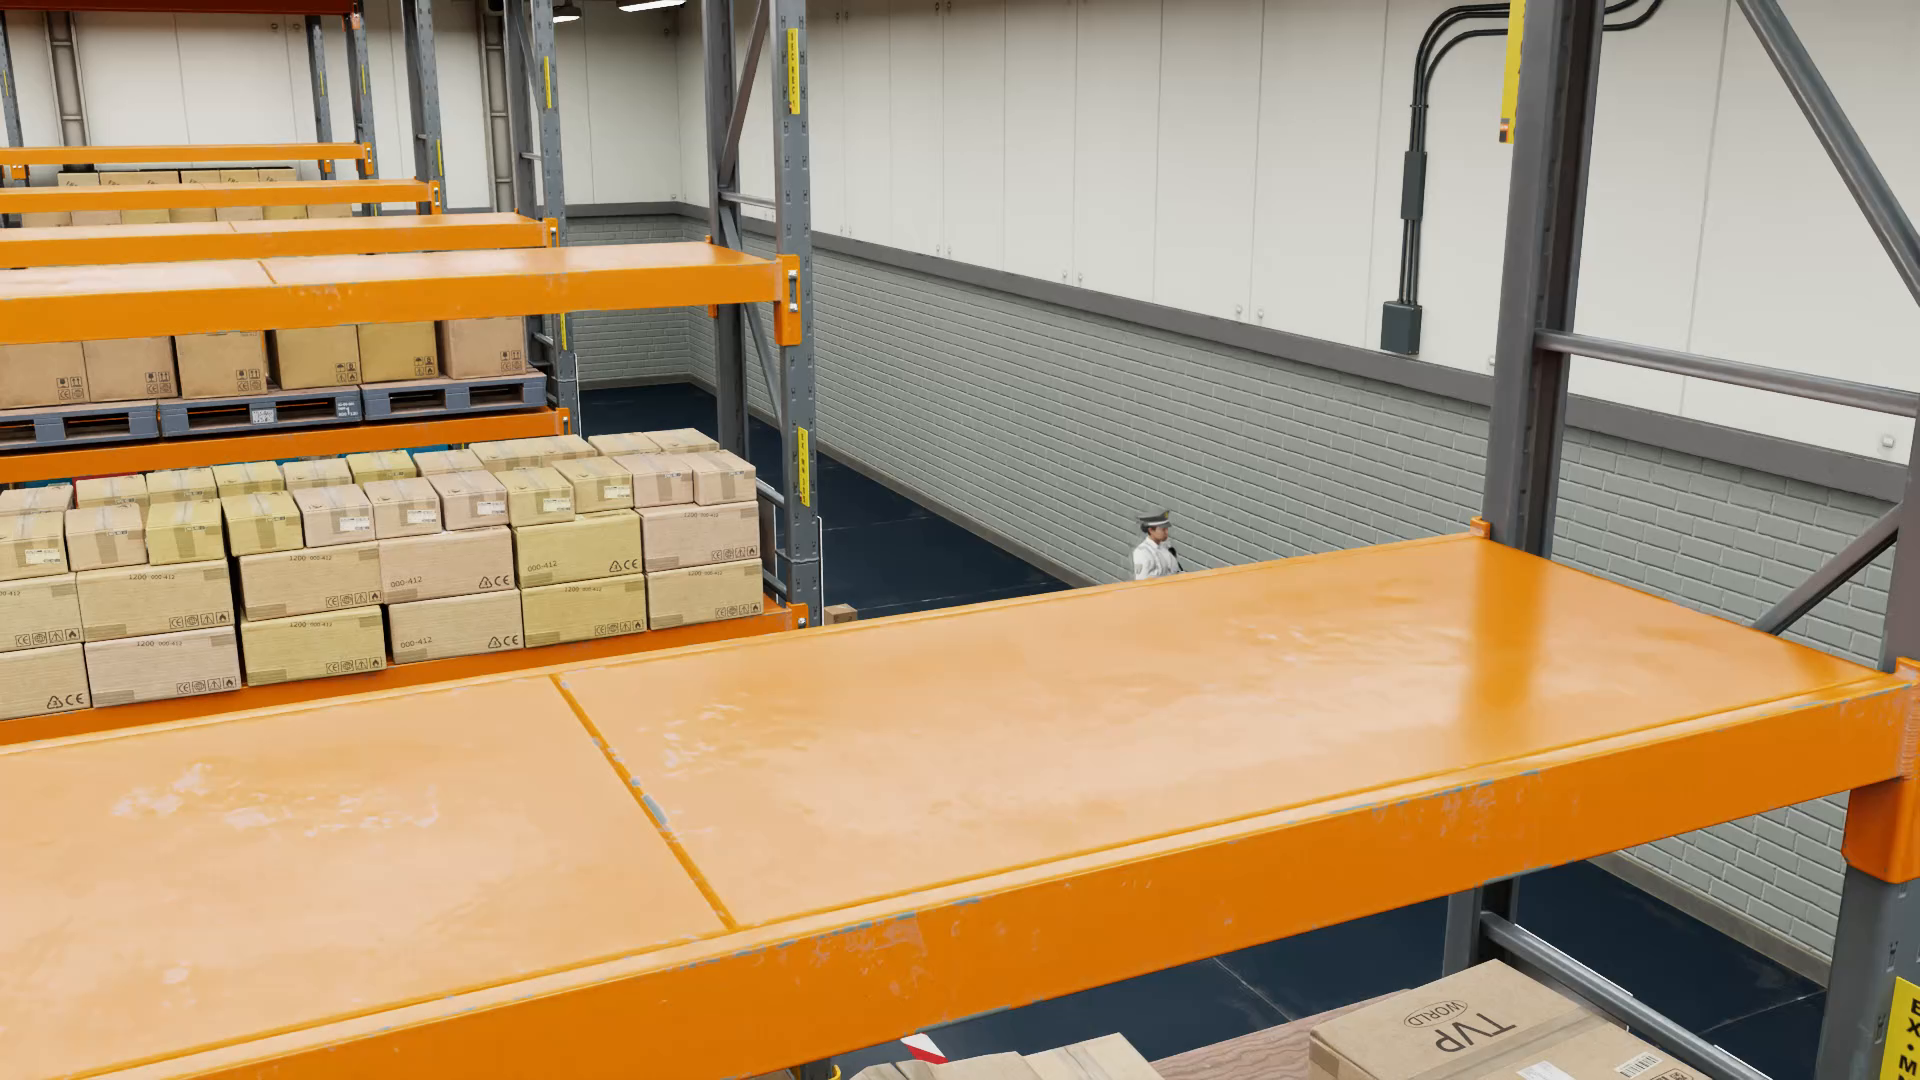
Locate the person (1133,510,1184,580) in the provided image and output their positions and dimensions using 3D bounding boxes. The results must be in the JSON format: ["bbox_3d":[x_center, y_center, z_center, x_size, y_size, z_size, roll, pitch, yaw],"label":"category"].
[{"bbox_3d":[1.647,0.582,13.575,0.520,1.696,0.448,-14,21,-42],"label":"person"}]
